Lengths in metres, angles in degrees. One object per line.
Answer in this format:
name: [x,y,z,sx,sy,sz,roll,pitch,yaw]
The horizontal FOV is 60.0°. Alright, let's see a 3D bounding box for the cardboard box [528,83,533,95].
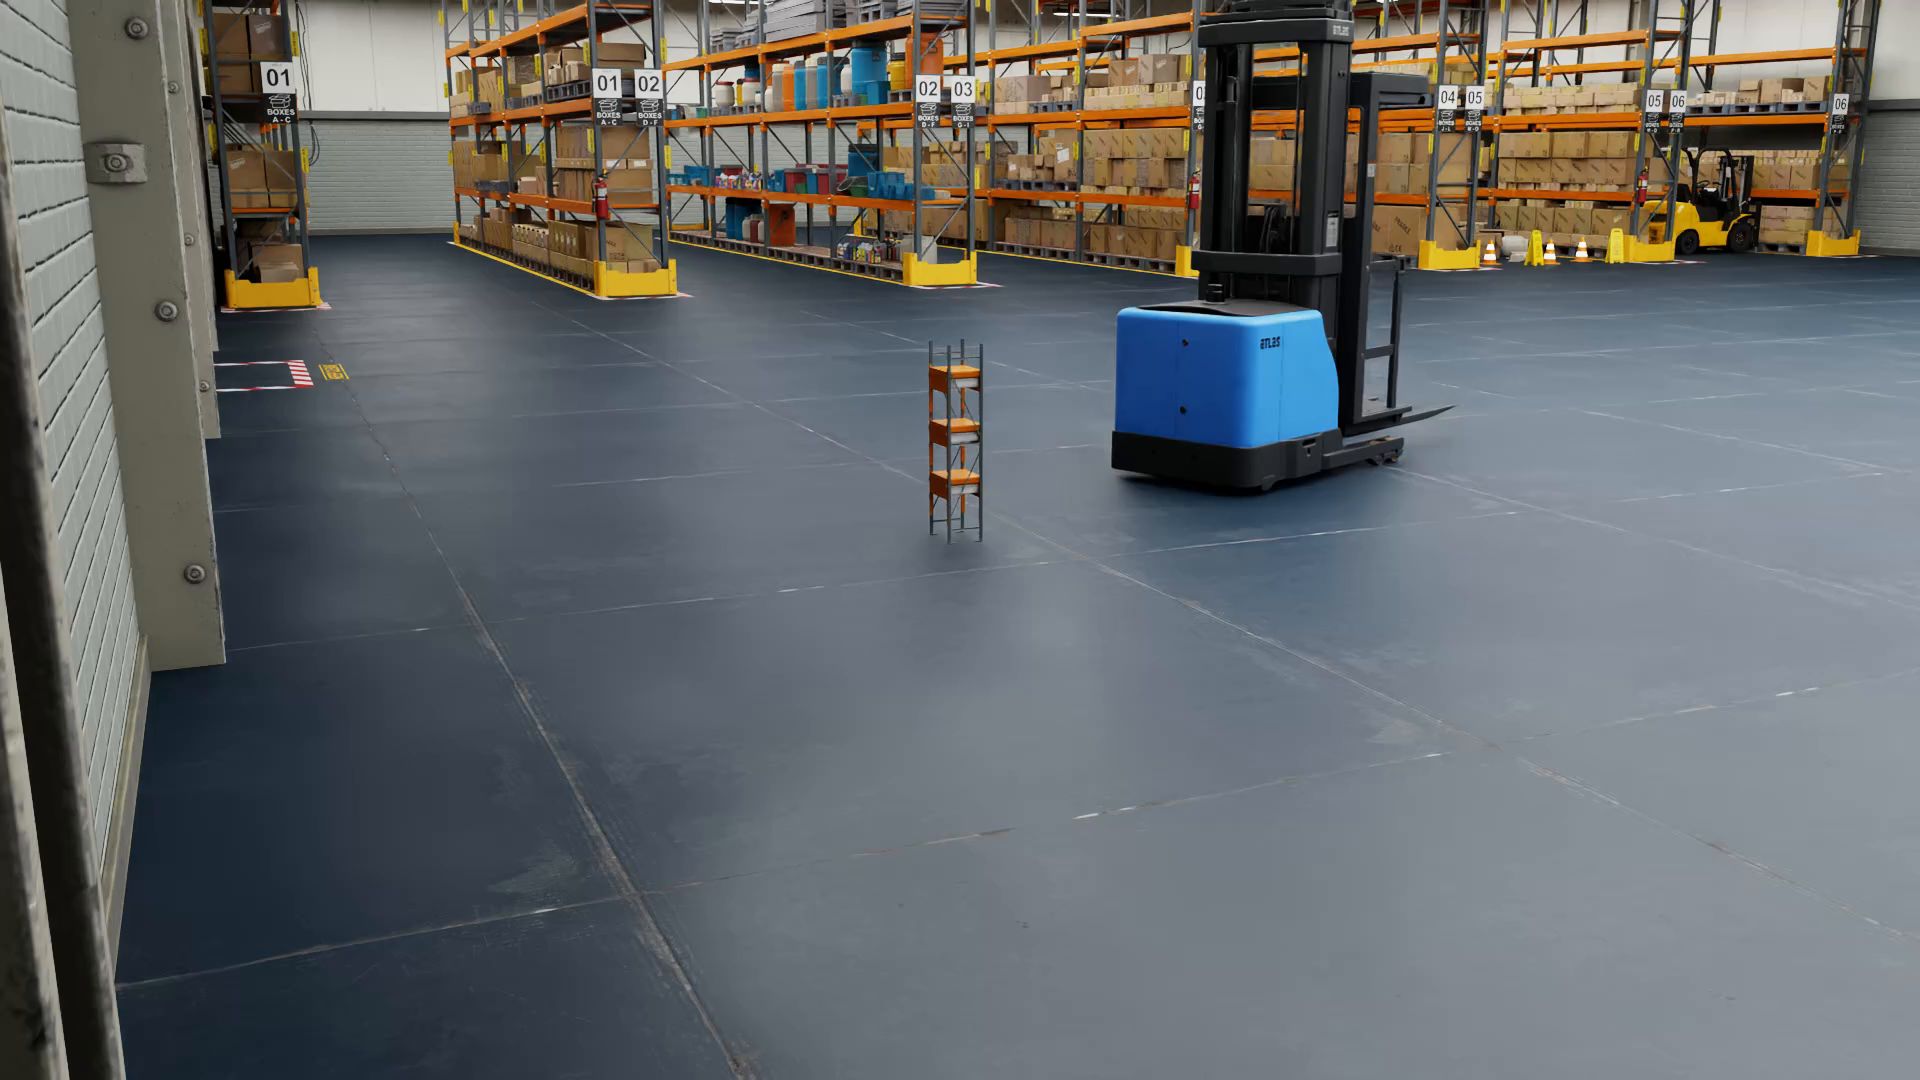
cardboard box: [-7.531,-8.141,30.140,0.500,0.250,0.500,-5,14,-21]

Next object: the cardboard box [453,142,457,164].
cardboard box: [-11.260,-8.816,37.871,0.500,0.500,0.500,-5,14,-21]

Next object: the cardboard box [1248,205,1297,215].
cardboard box: [6.561,-6.666,35.078,1.050,0.750,0.750,-6,14,-23]

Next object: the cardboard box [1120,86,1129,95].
cardboard box: [3.094,-8.032,29.719,0.380,0.149,0.250,-6,14,-24]

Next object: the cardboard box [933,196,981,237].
cardboard box: [0.118,-7.318,37.618,1.225,0.875,0.875,-6,14,-25]

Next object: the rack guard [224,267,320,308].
rack guard: [-9.354,-3.440,22.625,1.175,0.500,0.348,-6,14,-23]

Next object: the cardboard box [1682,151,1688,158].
cardboard box: [16.172,-8.572,36.935,0.380,0.149,0.250,-5,14,-22]

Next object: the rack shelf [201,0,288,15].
rack shelf: [-10.125,-7.626,23.465,1.077,0.370,4.000,-6,14,-23]

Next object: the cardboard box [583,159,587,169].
cardboard box: [-5.527,-5.730,25.315,0.380,0.149,0.250,-5,14,-21]

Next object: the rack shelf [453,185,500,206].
rack shelf: [-10.395,-7.632,36.790,1.077,0.370,4.000,-6,14,-23]

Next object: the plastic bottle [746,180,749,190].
plastic bottle: [-4.360,-7.332,34.337,0.097,0.201,0.097,0,13,0]

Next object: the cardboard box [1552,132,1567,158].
cardboard box: [12.400,-7.963,33.524,0.700,0.500,0.500,-6,14,-23]

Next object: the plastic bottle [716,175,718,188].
plastic bottle: [-5.297,-7.845,36.373,0.061,0.283,0.133,-6,14,-23]

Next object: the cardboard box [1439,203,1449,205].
cardboard box: [13.011,-9.012,44.331,0.380,0.149,0.250,-5,14,-20]

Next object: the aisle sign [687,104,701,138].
aisle sign: [-6.416,-10.150,40.309,0.394,0.787,0.004,-6,14,-23]

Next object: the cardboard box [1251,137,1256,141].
cardboard box: [7.802,-10.461,43.540,0.380,0.149,0.250,-6,14,-23]

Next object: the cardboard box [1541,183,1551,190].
cardboard box: [12.106,-7.224,33.989,0.380,0.149,0.250,-6,14,-23]

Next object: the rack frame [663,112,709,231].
rack frame: [-6.656,-8.843,40.424,1.000,3.000,0.127,-6,14,-23]

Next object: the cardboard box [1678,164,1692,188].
cardboard box: [16.255,-8.088,36.944,0.500,0.500,0.500,-6,14,-25]

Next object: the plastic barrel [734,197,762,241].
plastic barrel: [-4.567,-6.938,35.918,0.600,0.901,0.708,-6,14,-23]

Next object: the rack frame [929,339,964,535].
rack frame: [-0.070,-0.548,8.908,0.200,1.050,0.008,-6,14,-23]

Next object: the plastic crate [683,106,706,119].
plastic crate: [-6.051,-9.761,38.000,0.437,0.282,0.530,-6,14,-23]

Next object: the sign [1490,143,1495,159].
sign: [11.263,-8.219,35.162,0.100,0.325,0.005,-6,14,-23]

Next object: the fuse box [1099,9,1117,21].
fuse box: [4.462,-15.801,50.089,0.513,0.334,0.176,-6,14,-23]

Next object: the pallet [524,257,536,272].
pallet: [-7.212,-4.959,29.830,1.003,0.211,1.213,-6,14,-23]

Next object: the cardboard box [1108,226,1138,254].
cardboard box: [3.049,-5.594,30.998,0.500,0.500,0.500,-1,13,-5]

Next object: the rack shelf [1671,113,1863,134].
rack shelf: [17.117,-8.853,35.410,1.077,0.370,4.000,-6,14,-23]

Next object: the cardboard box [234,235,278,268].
cardboard box: [-11.489,-4.718,27.170,0.700,0.500,0.500,-6,14,-24]

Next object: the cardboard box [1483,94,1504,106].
cardboard box: [11.403,-9.406,35.609,0.500,0.250,0.500,-6,14,-24]

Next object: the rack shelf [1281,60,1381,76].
rack shelf: [9.366,-11.323,40.318,1.077,0.370,4.000,-6,14,-23]

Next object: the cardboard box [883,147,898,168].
cardboard box: [-1.759,-9.394,40.815,0.500,0.500,0.500,-6,14,-24]

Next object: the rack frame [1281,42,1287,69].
rack frame: [8.565,-12.281,41.977,1.000,3.000,0.127,-6,14,-23]

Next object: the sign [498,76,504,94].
sign: [-8.489,-8.408,30.746,0.100,0.325,0.005,-6,14,-23]

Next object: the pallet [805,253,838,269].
pallet: [-2.199,-5.164,30.712,1.003,0.211,1.213,-6,14,-23]

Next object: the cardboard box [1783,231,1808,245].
cardboard box: [17.441,-6.262,34.441,0.500,0.250,0.500,-6,14,-23]

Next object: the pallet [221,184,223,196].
pallet: [-12.145,-6.064,28.843,1.213,0.211,1.003,-6,14,-23]

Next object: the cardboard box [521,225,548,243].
cardboard box: [-7.630,-5.533,30.048,0.500,0.311,0.500,-6,14,-24]

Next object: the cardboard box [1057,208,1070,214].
cardboard box: [2.746,-8.530,43.146,0.380,0.149,0.250,-6,14,-26]

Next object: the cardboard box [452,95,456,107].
cardboard box: [-11.035,-9.794,37.107,0.500,0.250,0.500,-6,14,-23]

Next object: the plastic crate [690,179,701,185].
plastic crate: [-6.026,-8.250,38.313,0.293,0.136,0.466,-6,14,-23]

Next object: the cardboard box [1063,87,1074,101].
cardboard box: [2.221,-8.596,32.075,0.396,0.266,0.258,-5,14,-21]

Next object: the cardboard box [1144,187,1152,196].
cardboard box: [3.473,-6.159,29.386,0.380,0.149,0.250,-6,14,-23]

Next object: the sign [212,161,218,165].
sign: [-14.639,-7.531,32.663,0.100,0.325,0.005,-6,14,-23]

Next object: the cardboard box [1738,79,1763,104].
cardboard box: [17.000,-9.508,35.264,0.797,0.503,0.637,-5,14,-21]

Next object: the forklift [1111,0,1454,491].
forklift: [2.328,-1.988,10.961,1.130,2.935,3.031,12,17,41]

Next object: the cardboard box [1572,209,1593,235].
cardboard box: [12.600,-6.359,33.198,0.500,0.500,0.500,-5,14,-21]

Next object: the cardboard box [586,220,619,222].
cardboard box: [-5.813,-4.967,27.181,0.500,0.500,0.500,-6,14,-23]

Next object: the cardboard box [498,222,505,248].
cardboard box: [-8.788,-6.019,32.791,0.500,0.500,0.500,-6,14,-25]

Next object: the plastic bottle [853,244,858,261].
plastic bottle: [-1.802,-4.973,28.754,0.061,0.283,0.133,-5,14,-20]

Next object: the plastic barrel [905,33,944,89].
plastic barrel: [-0.558,-7.501,26.092,0.600,0.830,0.708,-6,14,-23]

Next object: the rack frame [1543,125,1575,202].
rack frame: [14.714,-8.981,41.024,1.000,3.000,0.127,-6,14,-23]

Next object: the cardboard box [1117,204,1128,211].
cardboard box: [4.124,-8.066,40.019,0.500,0.250,0.500,-6,14,-25]

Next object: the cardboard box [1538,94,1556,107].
cardboard box: [12.099,-8.913,33.749,0.500,0.250,0.500,-5,14,-22]

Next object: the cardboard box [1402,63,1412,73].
cardboard box: [8.230,-8.536,30.082,0.380,0.149,0.250,-5,14,-22]

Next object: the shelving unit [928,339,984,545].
shelving unit: [-0.021,-0.523,8.799,0.215,1.050,0.252,-6,14,-23]

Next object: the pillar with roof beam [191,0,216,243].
pillar with roof beam: [-13.663,-11.739,39.634,9.100,9.000,0.400,-6,14,-23]

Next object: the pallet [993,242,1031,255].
pallet: [1.399,-6.117,34.832,1.003,0.211,1.213,-6,14,-23]
